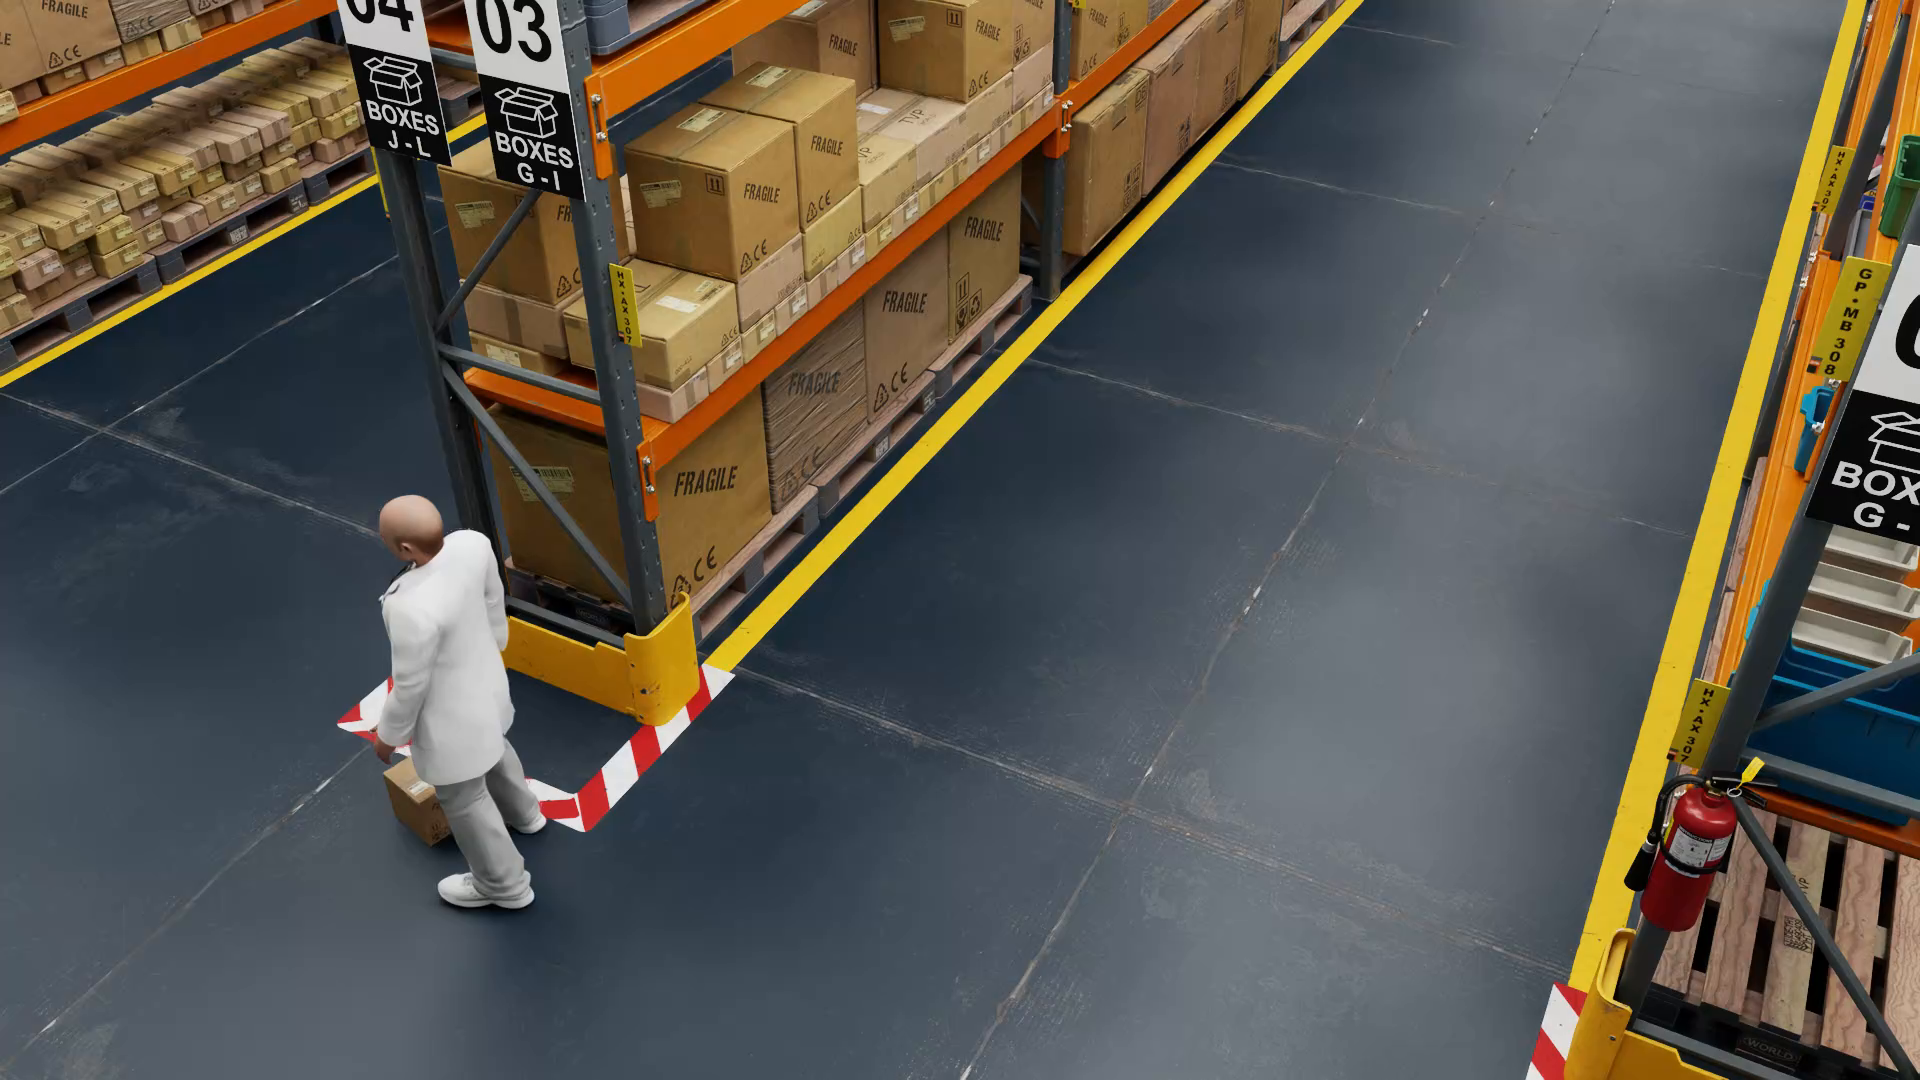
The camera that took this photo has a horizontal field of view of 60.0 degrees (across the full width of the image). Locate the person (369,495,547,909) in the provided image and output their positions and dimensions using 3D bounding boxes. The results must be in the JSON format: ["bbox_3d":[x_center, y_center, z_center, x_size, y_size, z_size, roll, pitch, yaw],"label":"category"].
[{"bbox_3d":[-1.825,0.572,6.031,0.480,1.815,0.652,8,38,10],"label":"person"}]
